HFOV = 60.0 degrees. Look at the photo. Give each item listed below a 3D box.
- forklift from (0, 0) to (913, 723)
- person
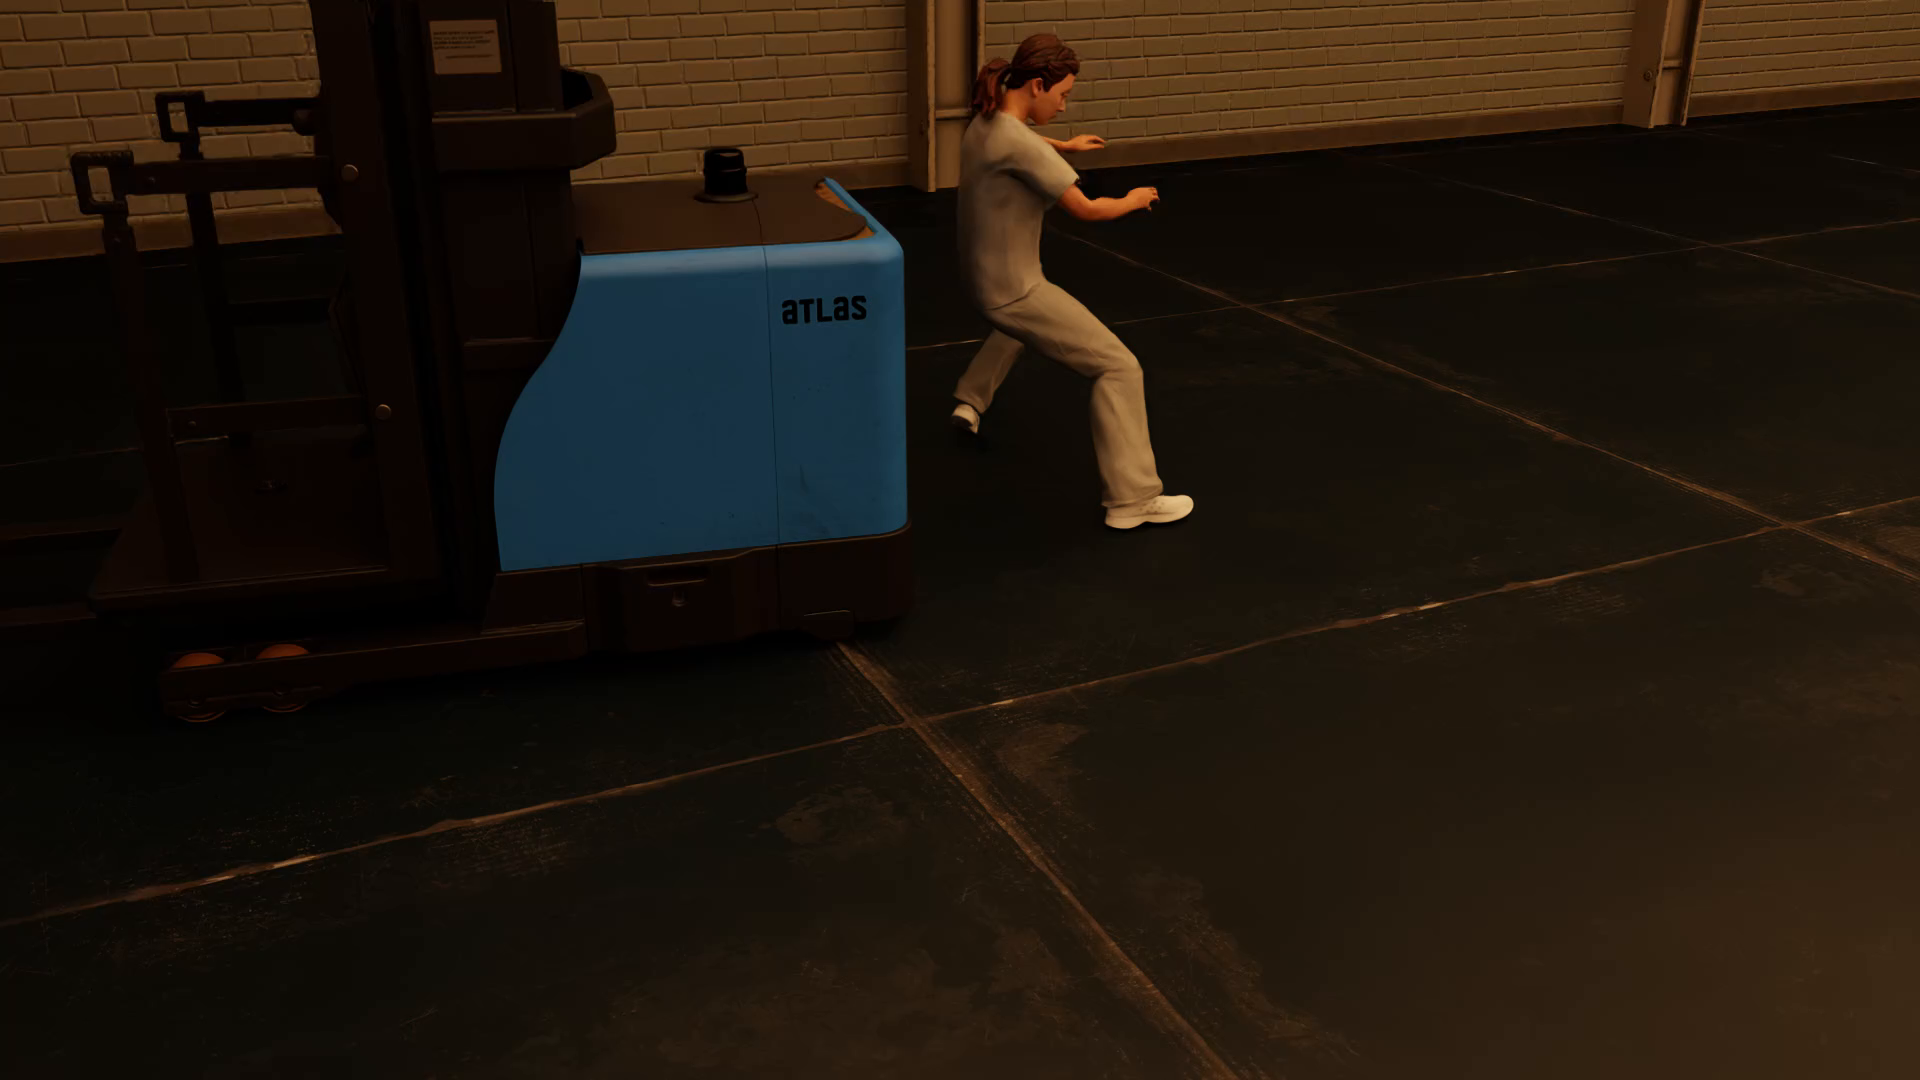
[{"bbox_3d":[-1.701,-1.134,4.015,3.031,2.935,1.130,-6,23,-13],"label":"forklift"},{"bbox_3d":[0.308,-0.886,5.366,0.639,1.448,1.123,-6,23,-14],"label":"person"}]
